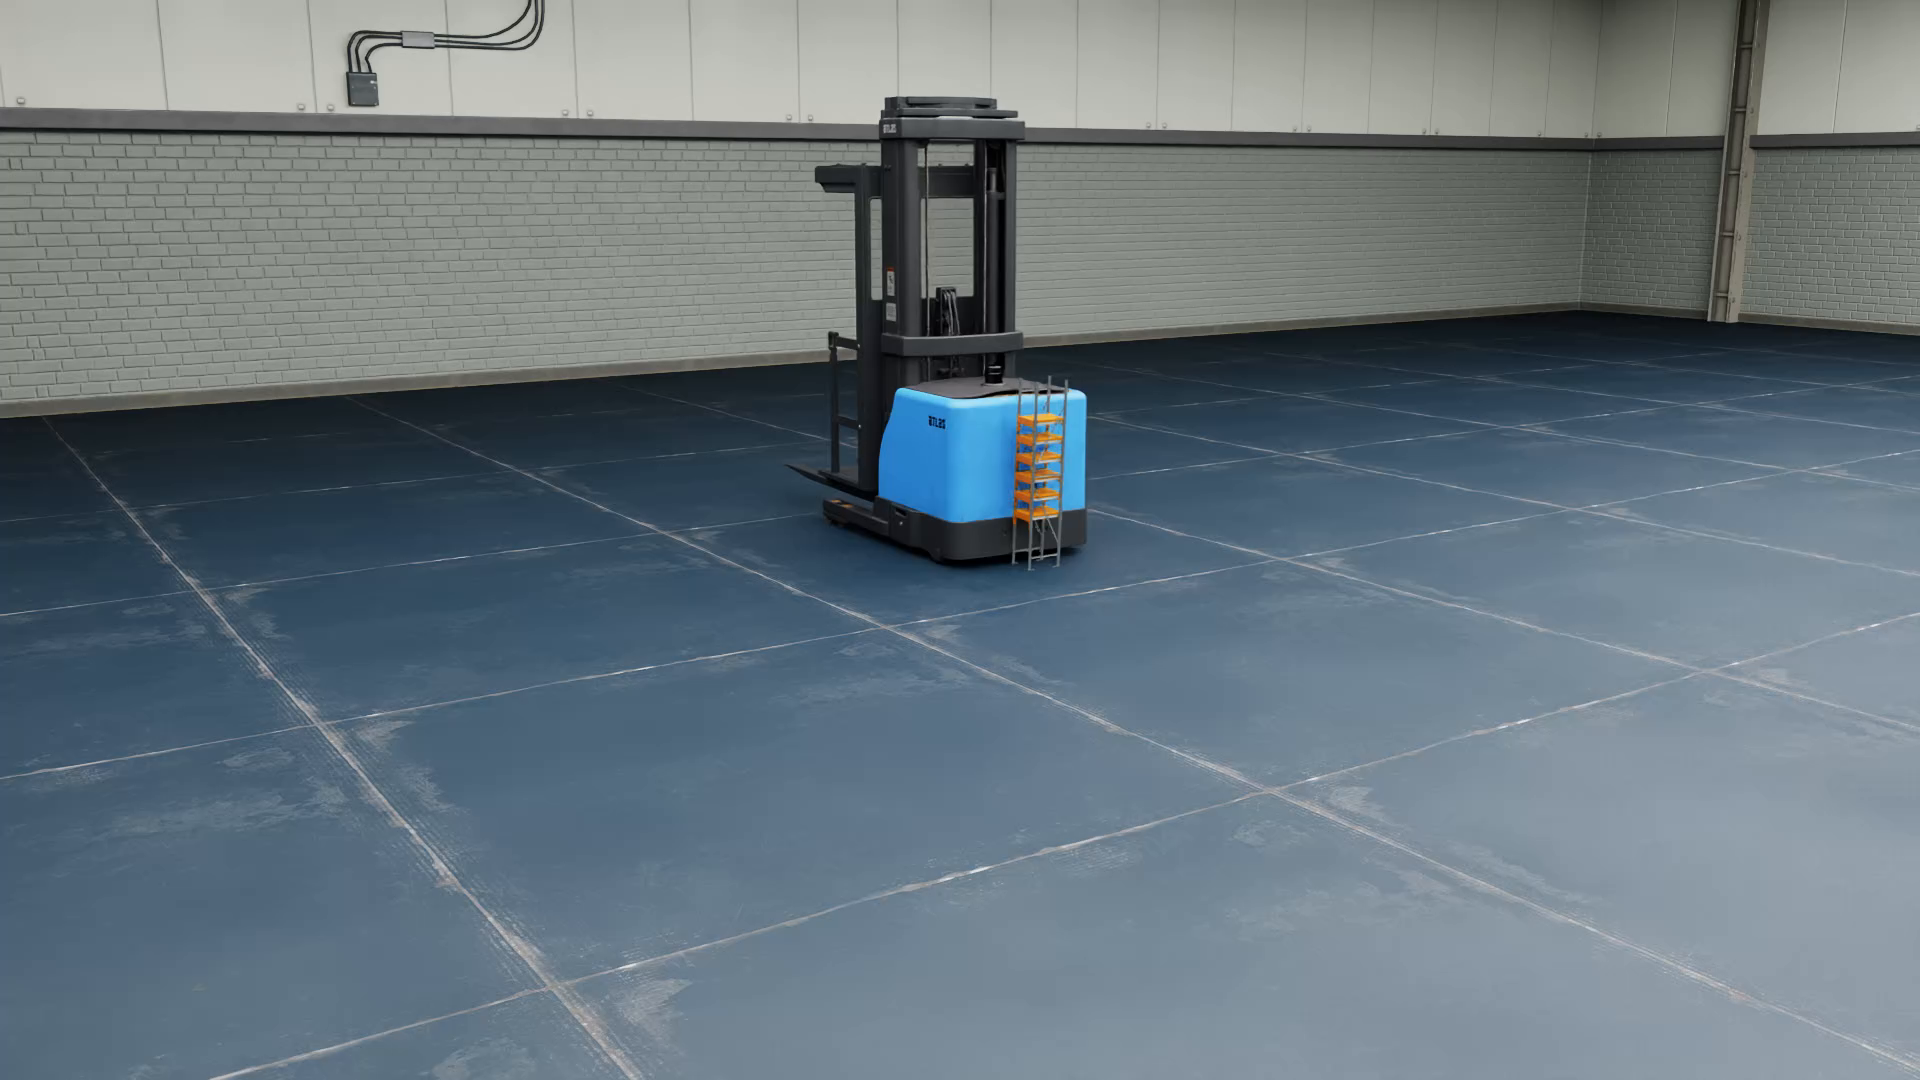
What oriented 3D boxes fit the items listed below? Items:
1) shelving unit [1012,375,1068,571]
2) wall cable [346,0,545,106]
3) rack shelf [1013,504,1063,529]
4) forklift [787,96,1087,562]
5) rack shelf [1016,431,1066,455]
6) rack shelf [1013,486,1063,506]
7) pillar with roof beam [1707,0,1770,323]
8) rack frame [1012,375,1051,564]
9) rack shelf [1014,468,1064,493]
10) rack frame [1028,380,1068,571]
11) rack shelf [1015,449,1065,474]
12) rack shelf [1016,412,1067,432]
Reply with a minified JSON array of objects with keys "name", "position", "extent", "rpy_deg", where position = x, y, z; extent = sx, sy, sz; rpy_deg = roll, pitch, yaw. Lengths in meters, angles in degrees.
[{"name":"shelving unit","position":[0.499,-0.419,10.446],"extent":[0.258,1.200,0.189],"rpy_deg":[-8,18,-31]},{"name":"wall cable","position":[-5.777,-7.875,18.349],"extent":[2.305,6.003,0.169],"rpy_deg":[-8,15,-33]},{"name":"rack shelf","position":[0.490,-0.144,10.520],"extent":[0.258,0.103,0.180],"rpy_deg":[-8,18,-31]},{"name":"forklift","position":[-0.328,-1.564,11.655],"extent":[1.130,2.935,3.031],"rpy_deg":[-7,14,-29]},{"name":"rack shelf","position":[0.504,-0.607,10.395],"extent":[0.258,0.103,0.180],"rpy_deg":[-8,18,-31]},{"name":"rack shelf","position":[0.494,-0.260,10.489],"extent":[0.258,0.103,0.180],"rpy_deg":[-8,18,-31]},{"name":"pillar with roof beam","position":[9.482,-7.631,25.194],"extent":[9.100,9.000,0.400],"rpy_deg":[-8,15,-33]},{"name":"rack frame","position":[0.451,-0.440,10.521],"extent":[0.240,1.200,0.006],"rpy_deg":[-8,18,-31]},{"name":"rack shelf","position":[0.497,-0.376,10.458],"extent":[0.258,0.103,0.180],"rpy_deg":[-8,18,-31]},{"name":"rack frame","position":[0.547,-0.397,10.371],"extent":[0.240,1.200,0.006],"rpy_deg":[-8,18,-31]},{"name":"rack shelf","position":[0.501,-0.492,10.427],"extent":[0.258,0.103,0.180],"rpy_deg":[-8,18,-31]},{"name":"rack shelf","position":[0.508,-0.723,10.364],"extent":[0.258,0.103,0.180],"rpy_deg":[-8,18,-31]}]
